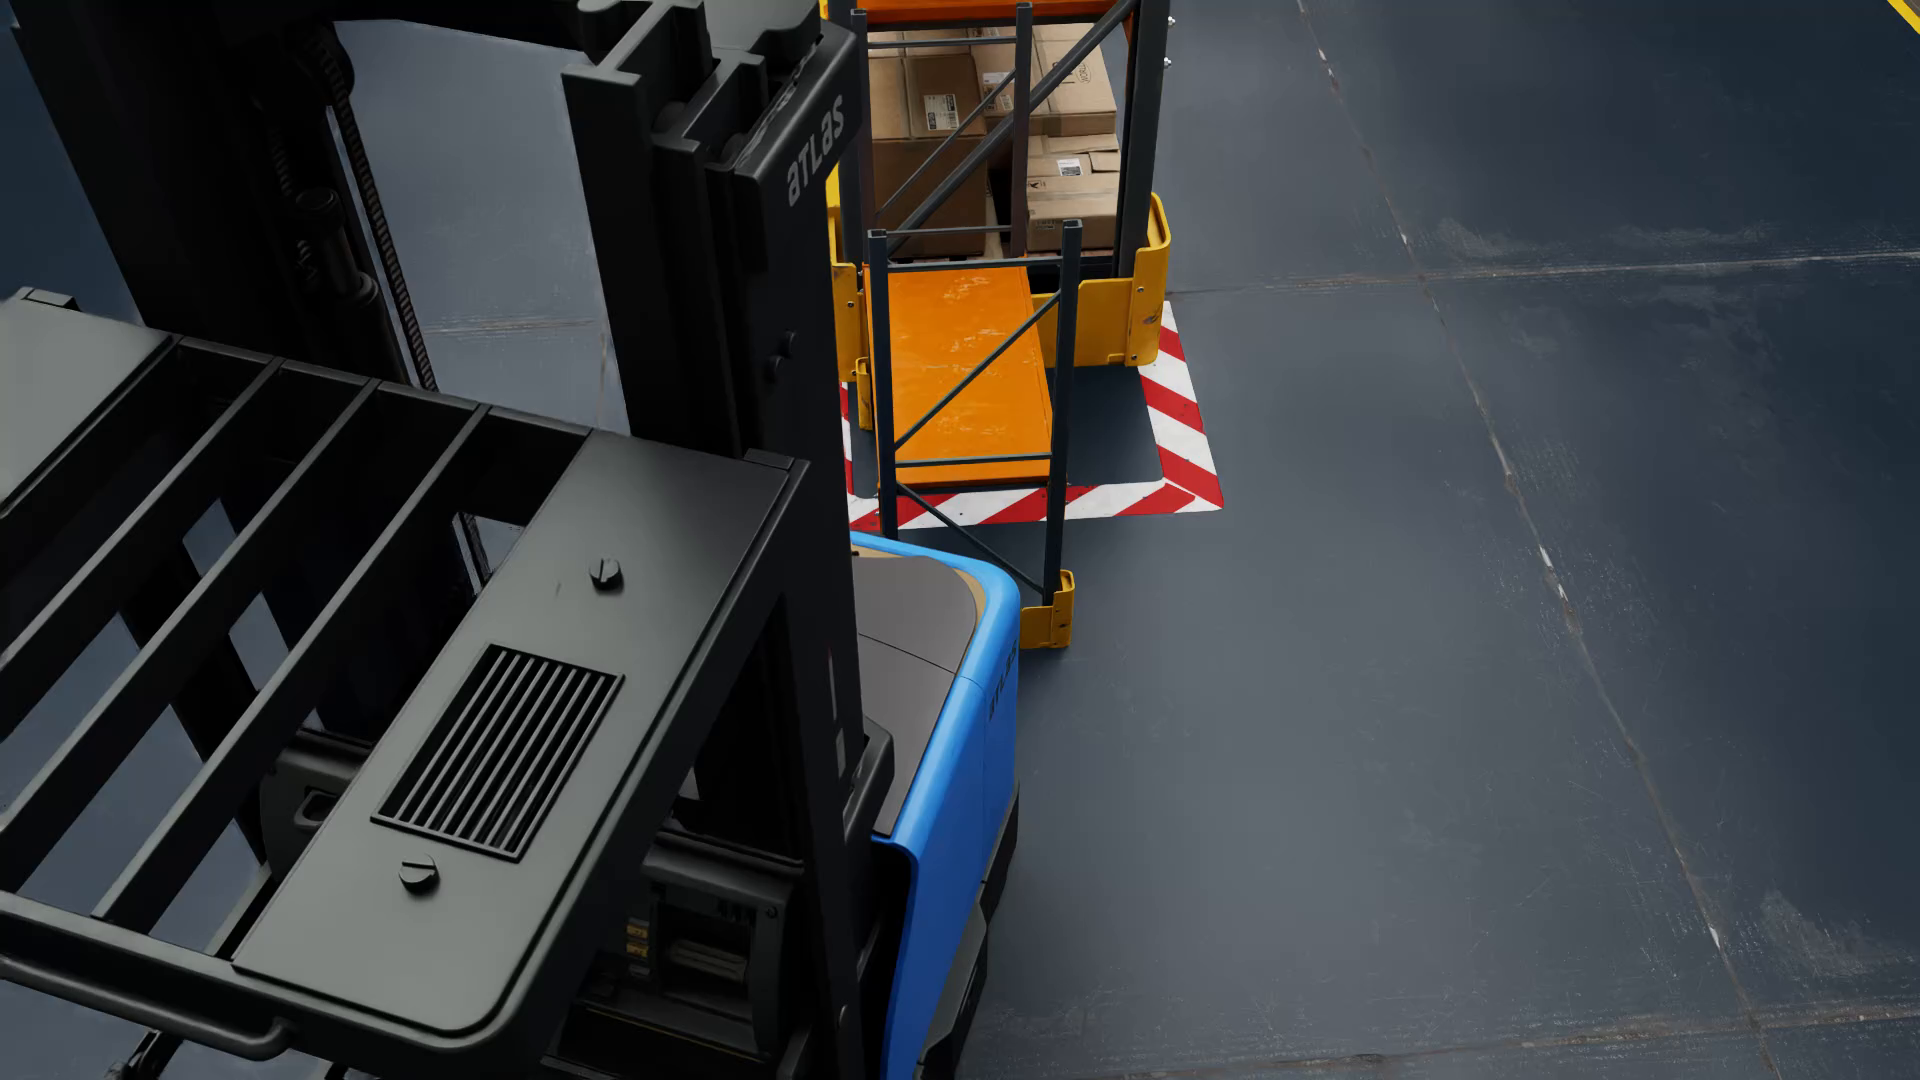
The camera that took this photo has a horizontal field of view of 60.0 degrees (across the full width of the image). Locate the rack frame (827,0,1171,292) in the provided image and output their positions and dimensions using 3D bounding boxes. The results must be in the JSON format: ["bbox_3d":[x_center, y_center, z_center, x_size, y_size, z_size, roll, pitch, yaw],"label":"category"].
[{"bbox_3d":[0.113,-1.680,4.775,1.000,3.000,0.127,-3,47,-3],"label":"rack frame"}]

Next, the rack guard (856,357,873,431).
[{"bbox_3d":[-0.048,-0.501,5.553,0.587,0.250,0.087,-3,47,-3],"label":"rack guard"}]

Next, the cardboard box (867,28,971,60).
[{"bbox_3d":[-0.228,-1.954,6.625,0.500,0.250,0.500,-3,47,-3],"label":"cardboard box"}]

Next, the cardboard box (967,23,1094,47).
[{"bbox_3d":[0.266,-2.020,6.688,0.500,0.250,0.500,-3,47,-3],"label":"cardboard box"}]

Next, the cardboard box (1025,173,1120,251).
[{"bbox_3d":[0.420,-1.175,5.957,0.380,0.149,0.250,-3,47,-3],"label":"cardboard box"}]

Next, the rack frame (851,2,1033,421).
[{"bbox_3d":[-0.050,-0.945,5.112,0.500,1.500,0.032,-3,47,-3],"label":"rack frame"}]

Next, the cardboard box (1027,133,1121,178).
[{"bbox_3d":[0.399,-1.362,6.122,0.380,0.166,0.250,-3,47,-3],"label":"cardboard box"}]

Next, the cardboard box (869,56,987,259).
[{"bbox_3d":[-0.178,-1.350,5.882,0.500,0.500,0.500,-3,47,-3],"label":"cardboard box"}]

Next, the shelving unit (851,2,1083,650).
[{"bbox_3d":[-0.006,-0.571,4.758,0.587,1.500,1.083,-3,47,-3],"label":"shelving unit"}]

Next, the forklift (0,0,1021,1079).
[{"bbox_3d":[-0.779,0.710,2.559,1.130,2.935,3.031,13,48,12],"label":"forklift"}]

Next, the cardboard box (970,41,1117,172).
[{"bbox_3d":[0.308,-1.658,6.345,0.500,0.250,0.500,-3,47,-3],"label":"cardboard box"}]

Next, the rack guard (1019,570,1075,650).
[{"bbox_3d":[0.035,0.219,4.870,0.587,0.250,0.087,-3,47,-3],"label":"rack guard"}]

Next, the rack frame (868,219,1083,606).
[{"bbox_3d":[0.035,-0.210,4.416,0.500,1.500,0.032,-3,47,-3],"label":"rack frame"}]

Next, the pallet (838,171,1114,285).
[{"bbox_3d":[0.039,-1.353,6.386,1.003,0.211,1.213,-3,47,-3],"label":"pallet"}]

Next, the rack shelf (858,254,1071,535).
[{"bbox_3d":[-0.007,-0.454,4.895,0.538,0.185,1.000,-3,47,-3],"label":"rack shelf"}]

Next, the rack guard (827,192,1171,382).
[{"bbox_3d":[0.106,-0.876,5.735,1.175,0.500,0.348,-3,47,-3],"label":"rack guard"}]

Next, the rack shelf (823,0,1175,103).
[{"bbox_3d":[-0.055,-2.880,6.407,1.077,0.370,4.000,-3,47,-3],"label":"rack shelf"}]
